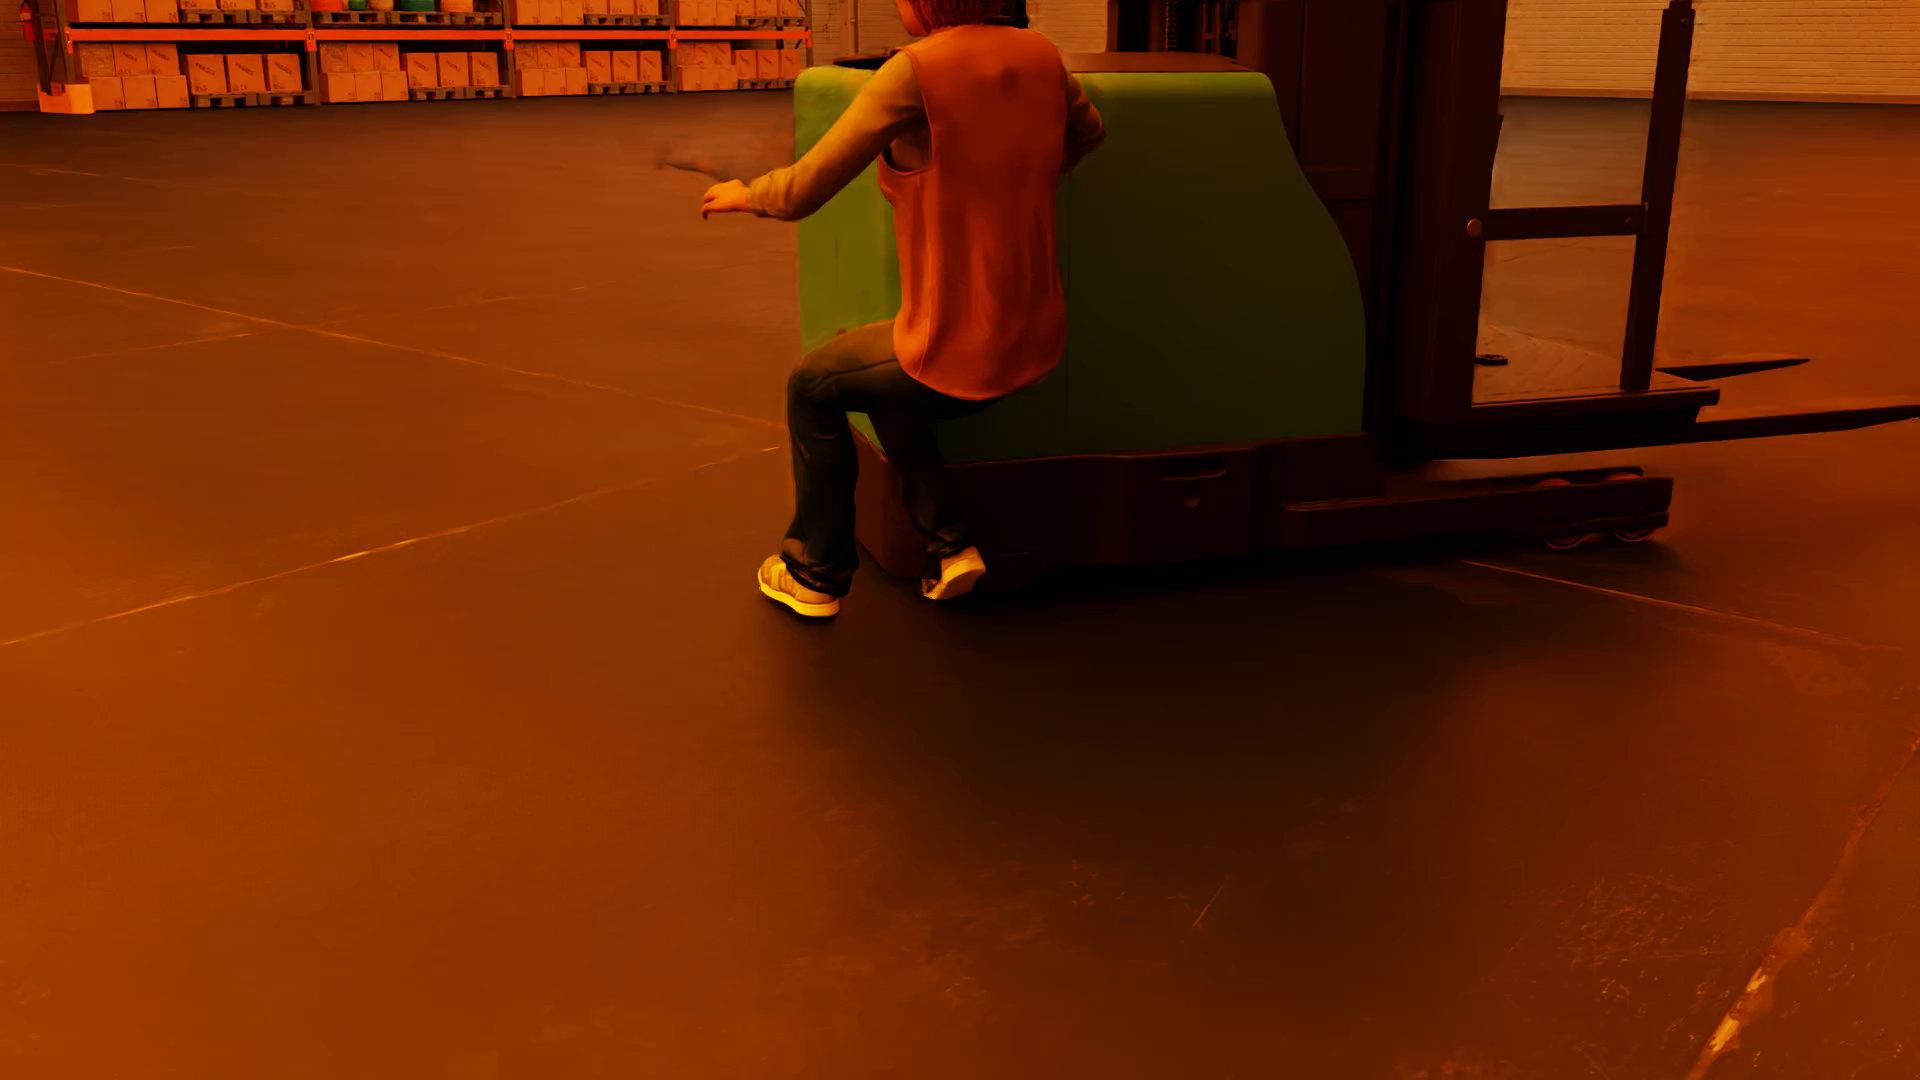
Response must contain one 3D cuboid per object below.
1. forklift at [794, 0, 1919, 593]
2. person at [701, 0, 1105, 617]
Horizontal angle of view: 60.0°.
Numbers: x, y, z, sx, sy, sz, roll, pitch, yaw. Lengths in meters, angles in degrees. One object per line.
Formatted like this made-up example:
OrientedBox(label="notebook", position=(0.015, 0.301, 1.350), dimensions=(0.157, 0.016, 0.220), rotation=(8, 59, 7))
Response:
OrientedBox(label="forklift", position=(1.161, -1.520, 3.904), dimensions=(3.031, 2.935, 1.130), rotation=(-5, 18, -16))
OrientedBox(label="person", position=(-0.149, -0.457, 3.153), dimensions=(0.753, 1.366, 0.742), rotation=(13, 21, 36))
